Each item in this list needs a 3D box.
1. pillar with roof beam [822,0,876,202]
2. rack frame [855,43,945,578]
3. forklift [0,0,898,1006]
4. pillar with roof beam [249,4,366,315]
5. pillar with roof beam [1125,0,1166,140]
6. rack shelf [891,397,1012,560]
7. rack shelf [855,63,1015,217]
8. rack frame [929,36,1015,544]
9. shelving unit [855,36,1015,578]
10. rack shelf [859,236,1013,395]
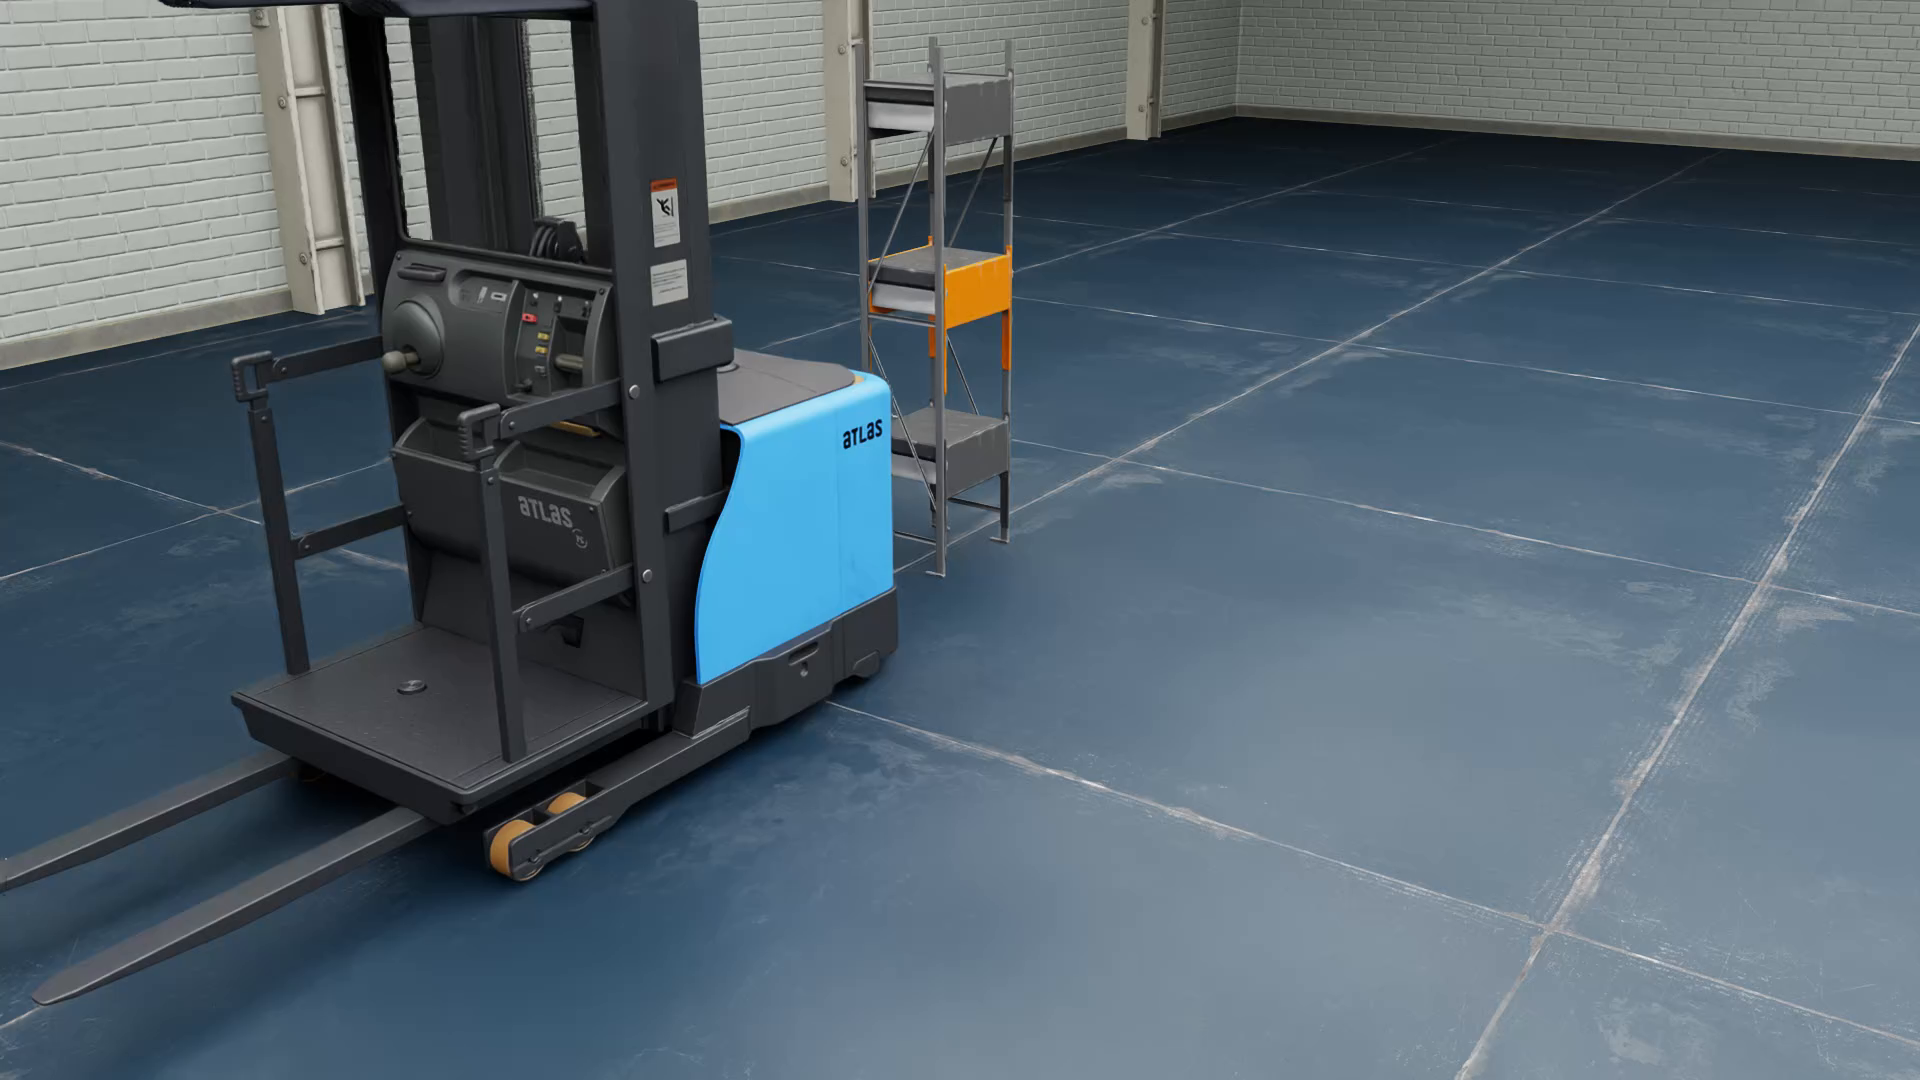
[{"bbox_3d":[2.495,-6.740,12.515,9.100,9.000,0.400,13,24,32],"label":"pillar with roof beam"},{"bbox_3d":[-0.230,-0.867,6.583,0.400,2.100,0.015,13,24,32],"label":"rack frame"},{"bbox_3d":[-1.482,-0.607,4.680,1.130,2.935,3.031,14,24,33],"label":"forklift"},{"bbox_3d":[-0.878,-5.018,7.861,9.100,9.000,0.400,13,24,32],"label":"pillar with roof beam"},{"bbox_3d":[5.868,-8.461,17.169,9.100,9.000,0.400,13,24,32],"label":"pillar with roof beam"},{"bbox_3d":[-0.093,-0.268,7.020,0.431,0.518,0.480,13,24,32],"label":"rack shelf"},{"bbox_3d":[-0.093,-1.581,6.534,0.431,0.518,0.480,13,24,32],"label":"rack shelf"},{"bbox_3d":[0.044,-1.007,6.962,0.400,2.100,0.015,13,24,32],"label":"rack frame"},{"bbox_3d":[-0.093,-0.937,6.772,0.431,2.100,0.503,13,24,32],"label":"shelving unit"},{"bbox_3d":[-0.093,-0.925,6.777,0.431,0.518,0.480,13,24,32],"label":"rack shelf"}]
